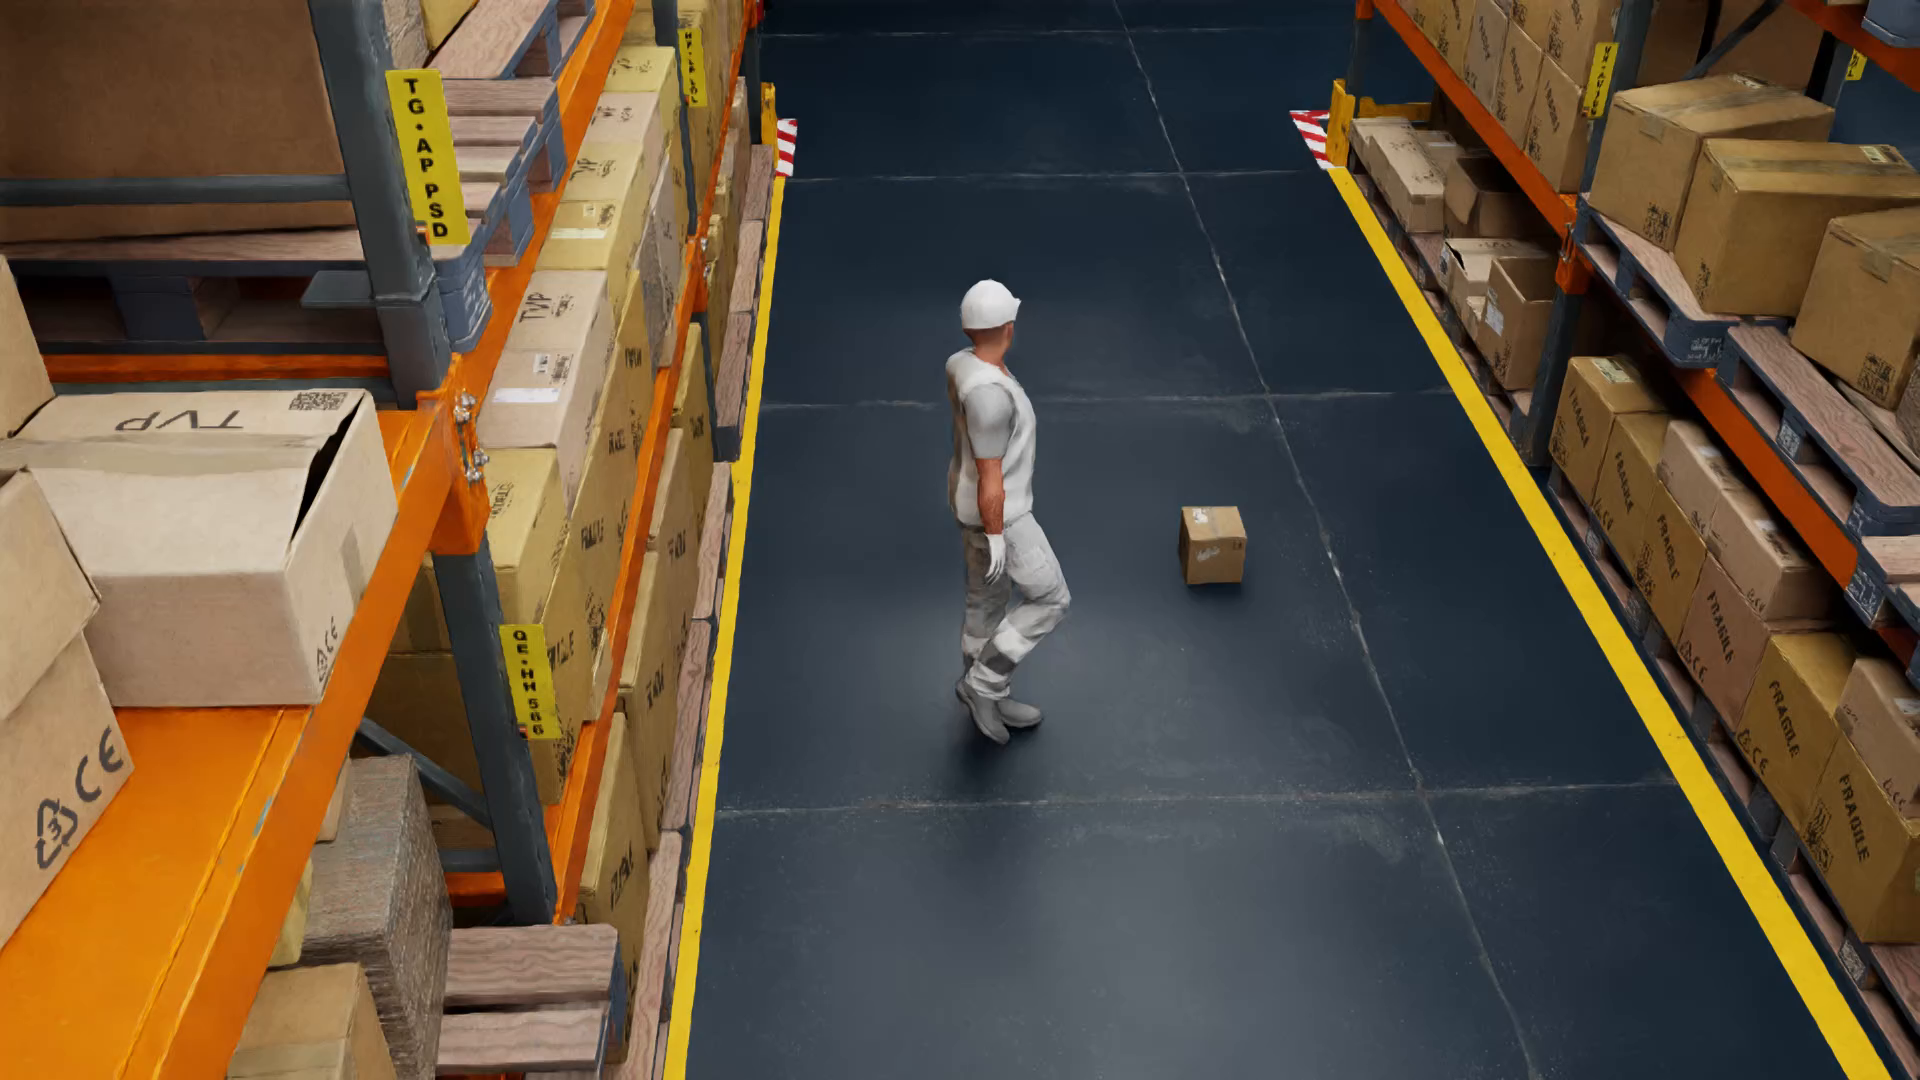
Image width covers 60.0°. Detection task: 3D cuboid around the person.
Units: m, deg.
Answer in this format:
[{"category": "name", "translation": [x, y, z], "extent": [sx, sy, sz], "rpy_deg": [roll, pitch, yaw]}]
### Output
[{"category": "person", "translation": [0.178, -0.086, 6.229], "extent": [0.452, 1.774, 0.728], "rpy_deg": [-4, 35, -6]}]
